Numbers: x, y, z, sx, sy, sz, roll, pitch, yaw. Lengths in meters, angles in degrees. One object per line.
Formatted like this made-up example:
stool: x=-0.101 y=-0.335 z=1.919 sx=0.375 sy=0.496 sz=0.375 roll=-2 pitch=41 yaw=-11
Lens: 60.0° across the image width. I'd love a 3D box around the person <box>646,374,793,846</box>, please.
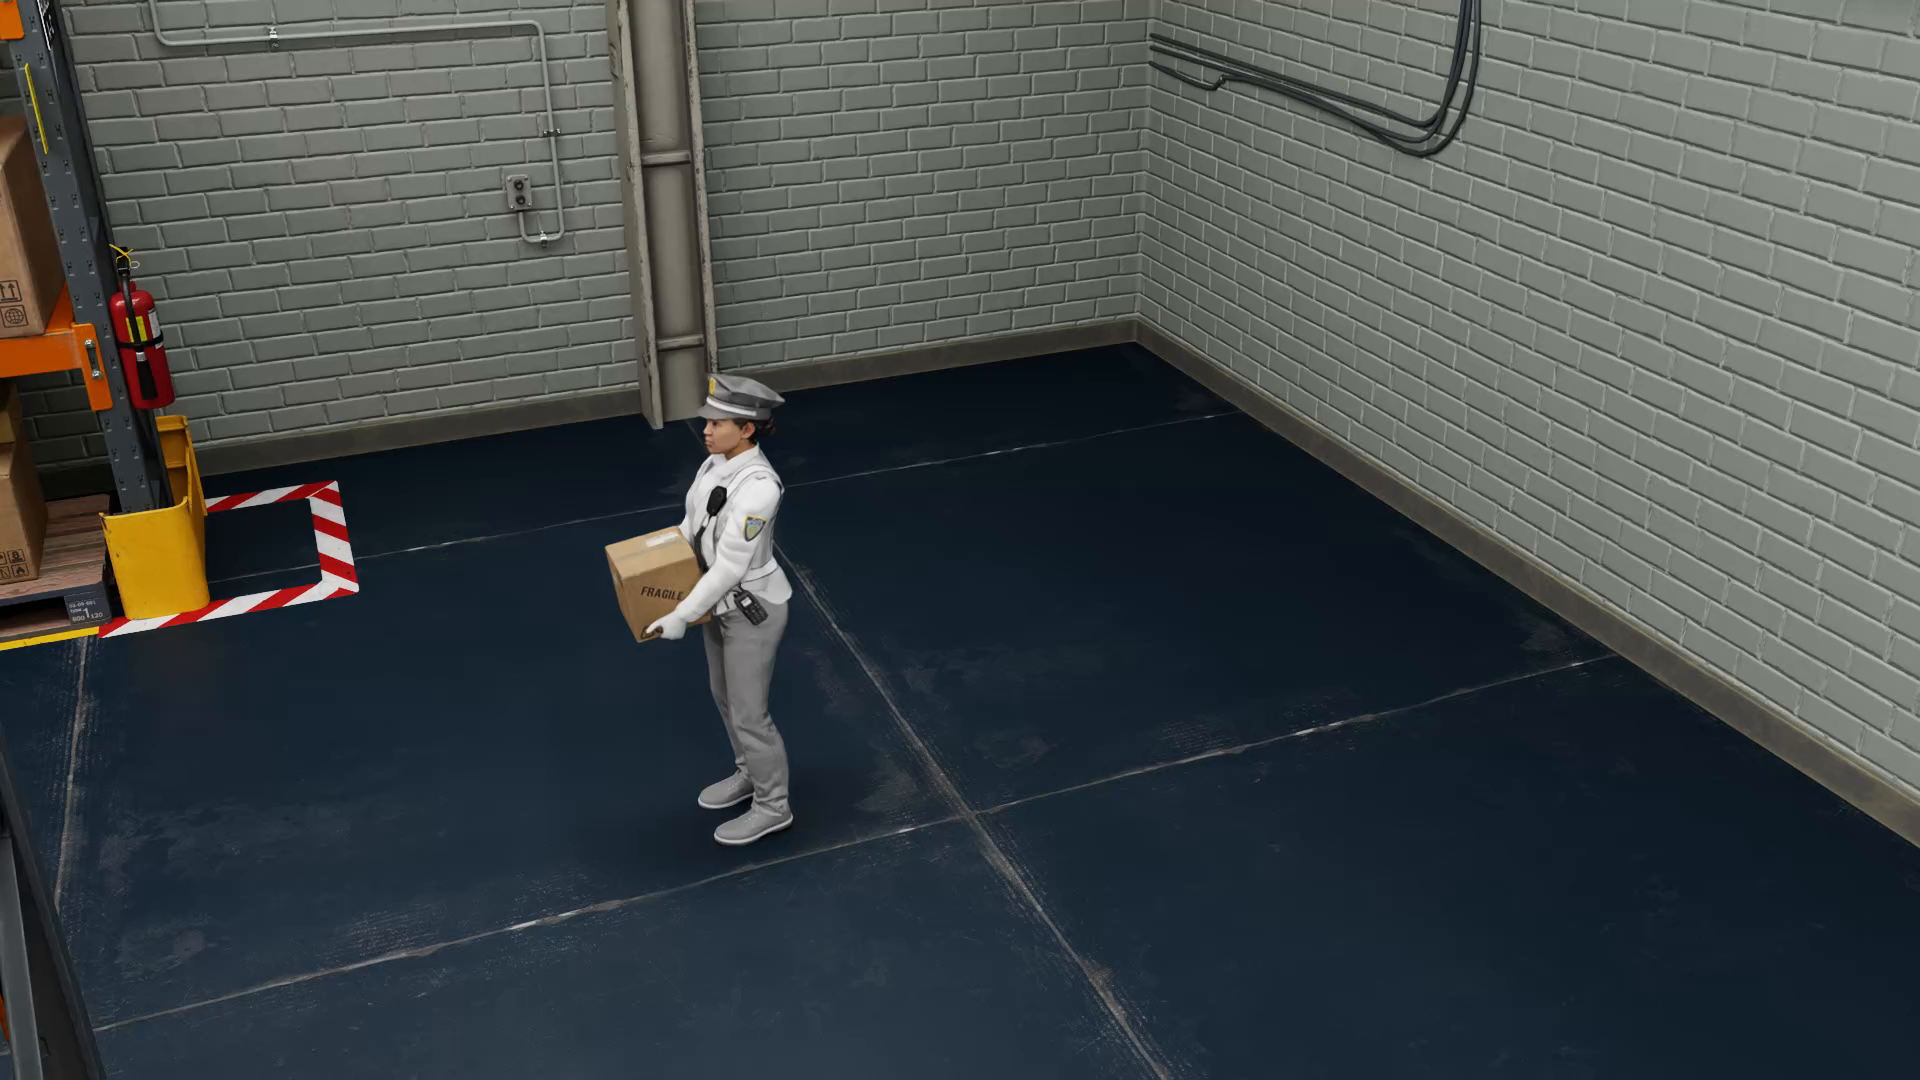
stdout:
person: x=-0.823 y=0.242 z=5.594 sx=0.530 sy=1.691 sz=0.447 roll=-11 pitch=28 yaw=-21
